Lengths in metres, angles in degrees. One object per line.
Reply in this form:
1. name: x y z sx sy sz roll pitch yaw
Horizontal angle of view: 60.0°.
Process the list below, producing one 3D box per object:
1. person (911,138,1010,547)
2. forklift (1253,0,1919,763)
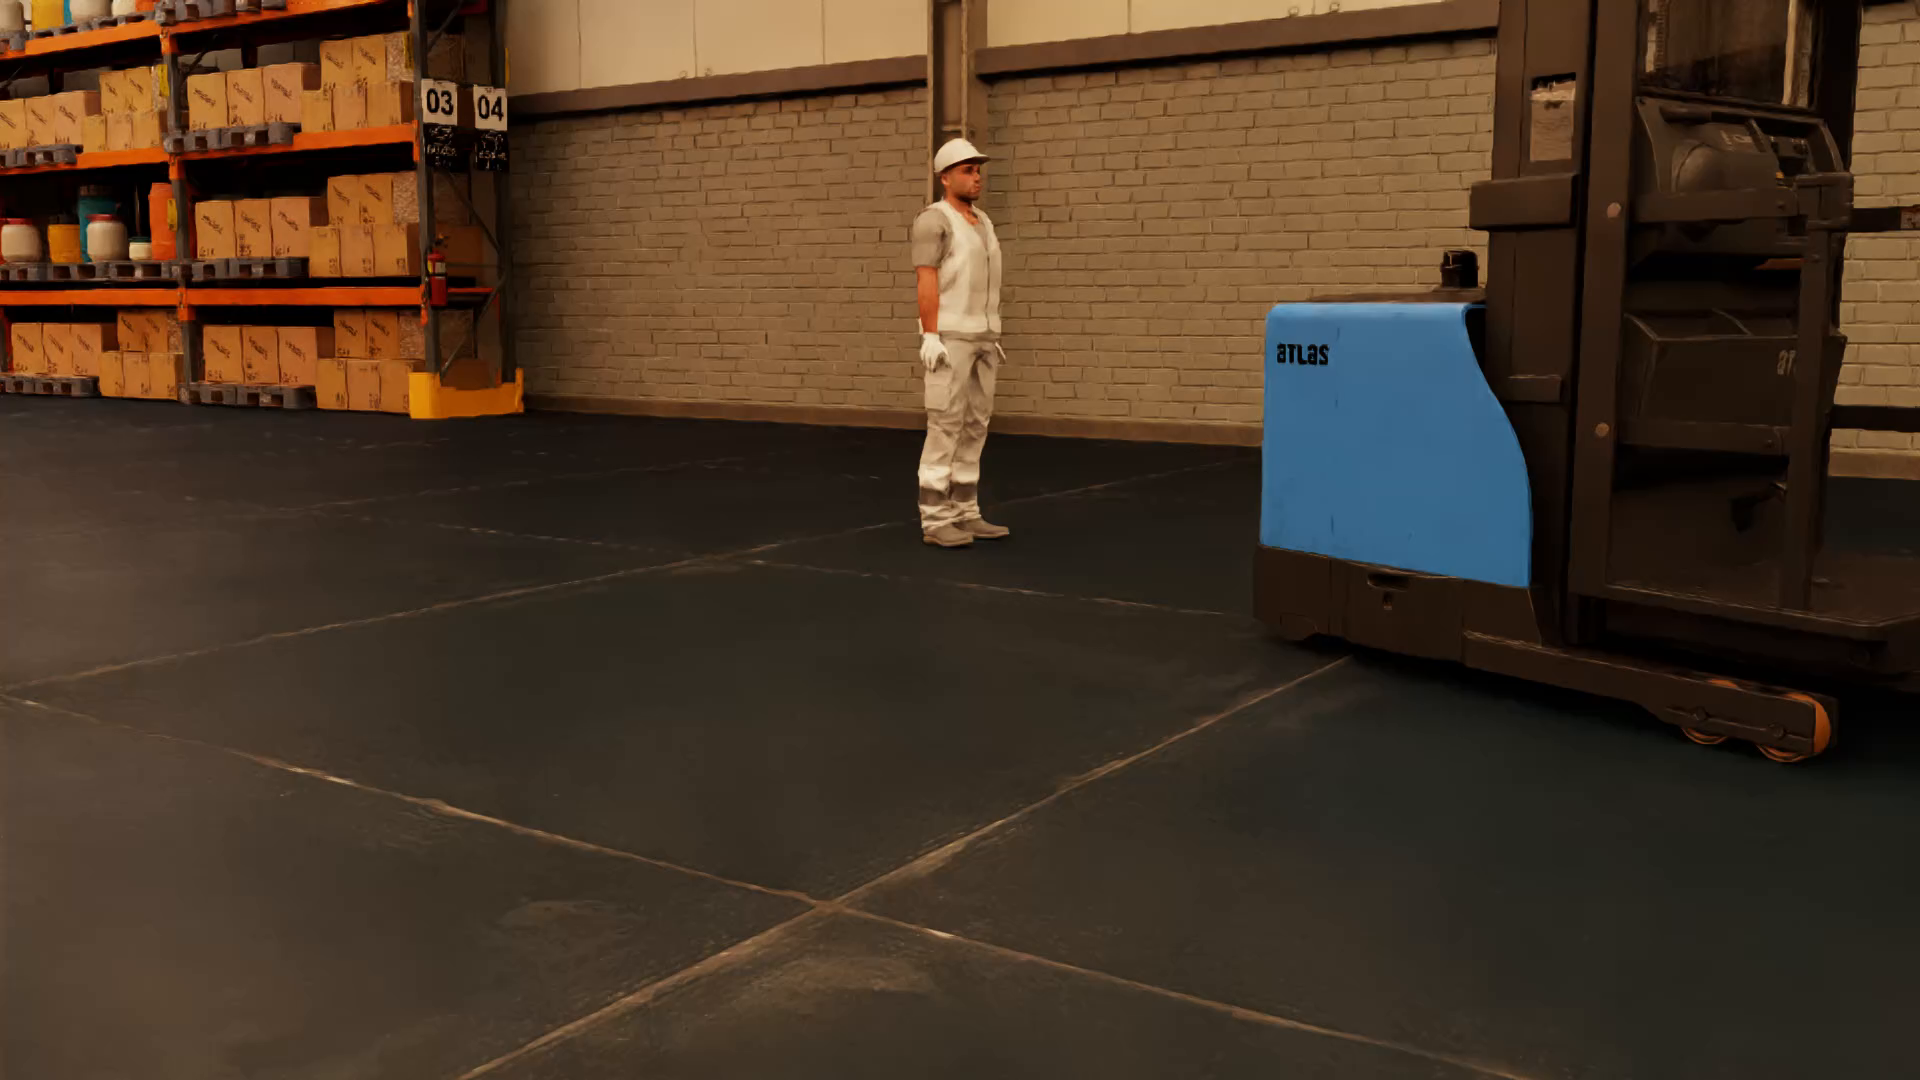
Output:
1. person: 0.018 -0.885 7.467 0.349 1.795 0.540 5 10 34
2. forklift: 2.206 -1.003 4.247 1.130 2.935 3.031 -6 10 -35
